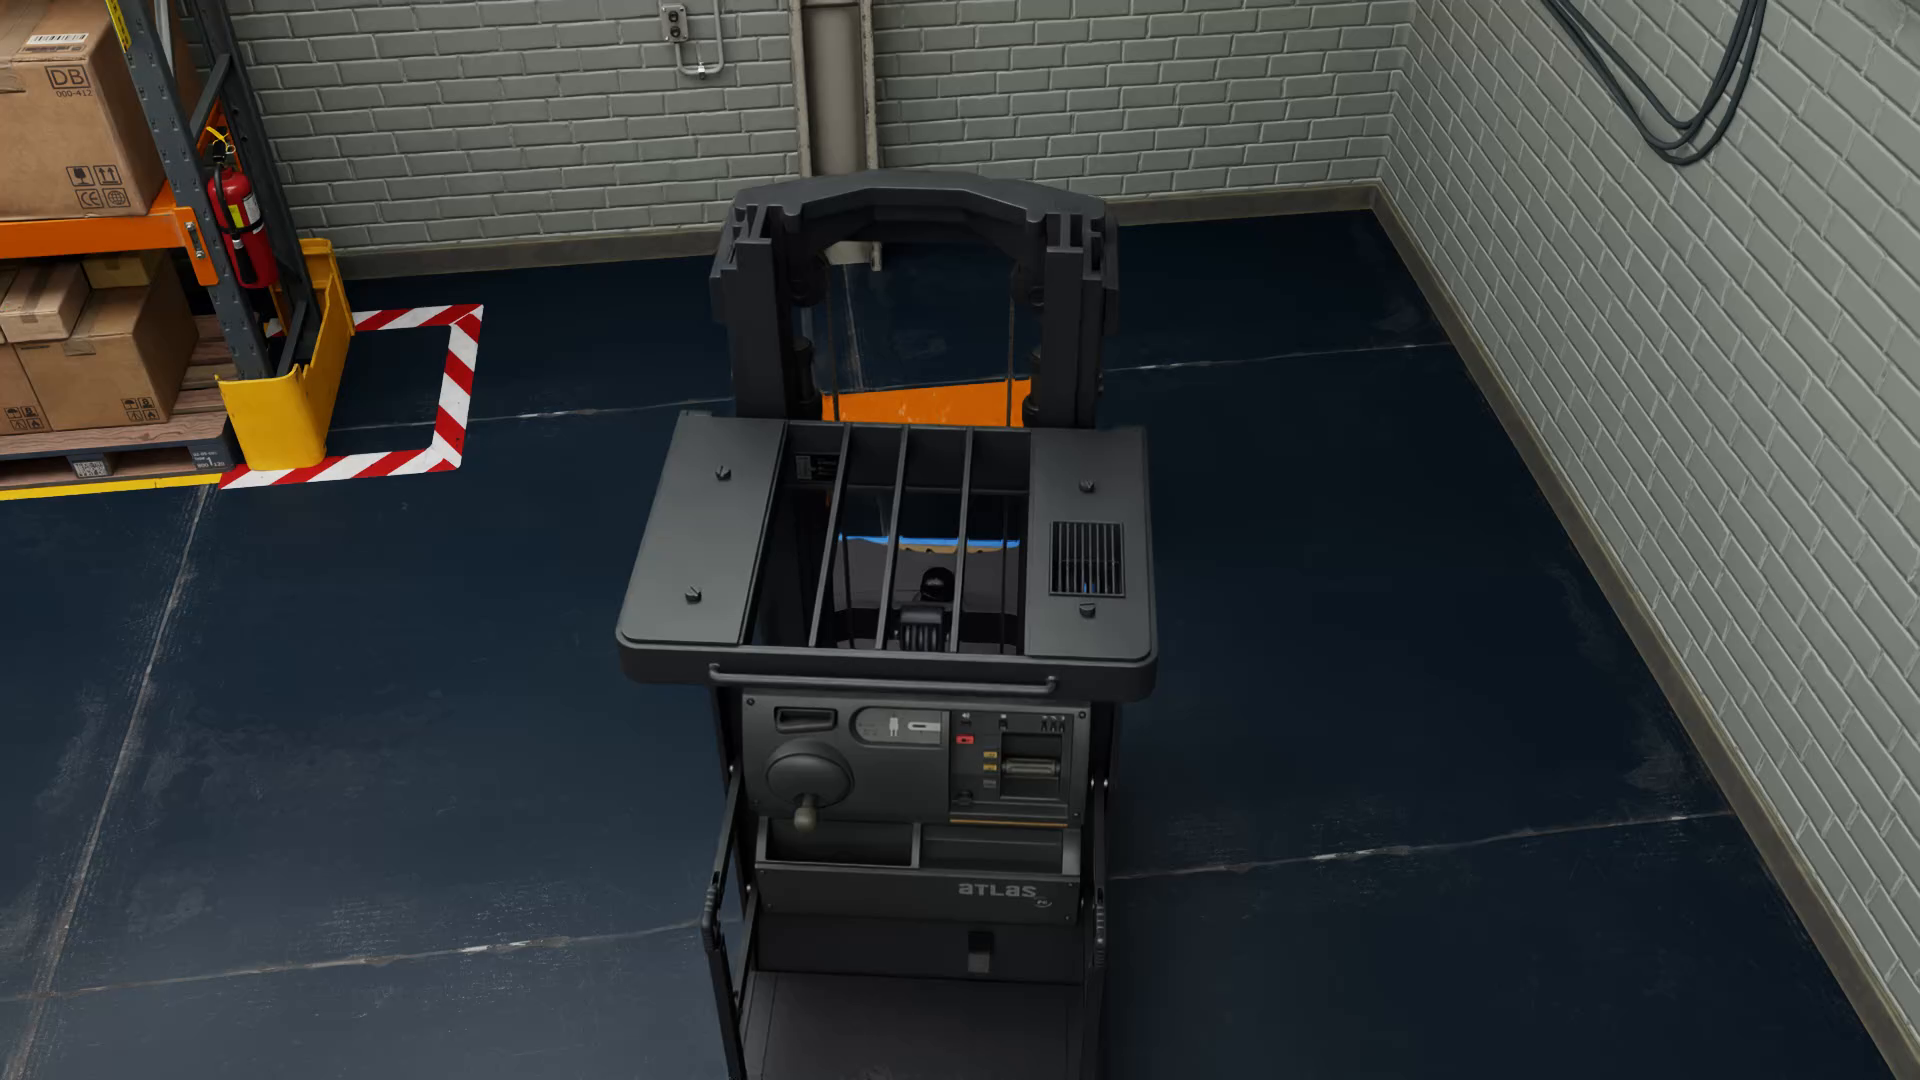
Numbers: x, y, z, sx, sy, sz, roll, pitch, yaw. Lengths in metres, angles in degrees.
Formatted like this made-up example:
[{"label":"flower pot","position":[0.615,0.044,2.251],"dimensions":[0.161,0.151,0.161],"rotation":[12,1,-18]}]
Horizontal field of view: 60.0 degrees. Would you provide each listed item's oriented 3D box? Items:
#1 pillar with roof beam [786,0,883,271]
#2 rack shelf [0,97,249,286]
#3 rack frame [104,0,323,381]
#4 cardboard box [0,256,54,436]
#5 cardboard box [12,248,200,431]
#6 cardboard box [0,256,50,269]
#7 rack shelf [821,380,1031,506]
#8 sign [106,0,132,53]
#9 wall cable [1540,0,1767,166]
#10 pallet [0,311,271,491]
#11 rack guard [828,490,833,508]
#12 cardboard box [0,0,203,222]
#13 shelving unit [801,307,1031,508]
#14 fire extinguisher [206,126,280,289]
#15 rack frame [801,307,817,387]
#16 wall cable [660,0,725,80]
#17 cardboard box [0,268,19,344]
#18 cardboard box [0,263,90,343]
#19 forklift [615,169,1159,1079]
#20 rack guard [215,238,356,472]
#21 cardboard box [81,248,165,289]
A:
[{"label":"pillar with roof beam","position":[-0.070,-2.000,2.749],"dimensions":[0.400,9.000,9.100],"rotation":[-5,42,-6]},{"label":"rack shelf","position":[-5.176,-1.382,7.080],"dimensions":[4.000,0.370,1.077],"rotation":[-5,42,-6]},{"label":"rack frame","position":[-3.193,-1.823,7.031],"dimensions":[0.127,3.000,1.000],"rotation":[-5,42,-6]},{"label":"cardboard box","position":[-4.370,-0.880,7.538],"dimensions":[0.500,0.500,0.700],"rotation":[-5,42,-6]},{"label":"cardboard box","position":[-3.874,-0.923,7.587],"dimensions":[0.500,0.500,0.700],"rotation":[-5,42,-6]},{"label":"cardboard box","position":[-4.278,-1.263,7.479],"dimensions":[0.250,0.149,0.380],"rotation":[-5,42,-5]},{"label":"rack shelf","position":[-0.085,-0.416,6.860],"dimensions":[1.000,0.185,0.538],"rotation":[-5,42,-6]},{"label":"sign","position":[-3.136,-1.979,6.163],"dimensions":[0.005,0.325,0.100],"rotation":[-5,42,-6]},{"label":"wall cable","position":[2.462,-3.151,6.343],"dimensions":[0.112,2.526,3.097],"rotation":[-5,42,-6]},{"label":"pallet","position":[-3.976,-0.666,7.831],"dimensions":[1.213,0.211,1.003],"rotation":[-5,42,-6]},{"label":"rack guard","position":[-0.569,-0.043,7.111],"dimensions":[0.087,0.250,0.587],"rotation":[-5,42,-6]},{"label":"cardboard box","position":[-3.697,-1.883,6.874],"dimensions":[0.700,0.700,0.980],"rotation":[-3,42,-4]},{"label":"shelving unit","position":[-0.076,-0.550,6.740],"dimensions":[1.083,1.500,0.587],"rotation":[-5,42,-6]},{"label":"fire extinguisher","position":[-2.983,-1.362,6.857],"dimensions":[0.183,0.674,0.296],"rotation":[-5,42,-6]},{"label":"rack frame","position":[-0.589,-0.505,6.691],"dimensions":[0.032,1.500,0.500],"rotation":[-5,42,-6]},{"label":"wall cable","position":[-2.046,-2.939,7.511],"dimensions":[1.851,1.984,0.084],"rotation":[-5,42,-6]},{"label":"cardboard box","position":[-4.231,-1.009,7.198],"dimensions":[0.250,0.149,0.380],"rotation":[-4,42,-4]},{"label":"cardboard box","position":[-3.978,-1.032,7.223],"dimensions":[0.250,0.149,0.380],"rotation":[-5,42,-6]},{"label":"forklift","position":[-0.128,0.683,4.305],"dimensions":[1.130,2.935,3.031],"rotation":[2,42,2]},{"label":"rack guard","position":[-3.169,-0.897,7.871],"dimensions":[0.348,0.500,1.175],"rotation":[-5,42,-6]},{"label":"cardboard box","position":[-3.776,-1.308,7.529],"dimensions":[0.250,0.149,0.380],"rotation":[-5,42,-5]}]
